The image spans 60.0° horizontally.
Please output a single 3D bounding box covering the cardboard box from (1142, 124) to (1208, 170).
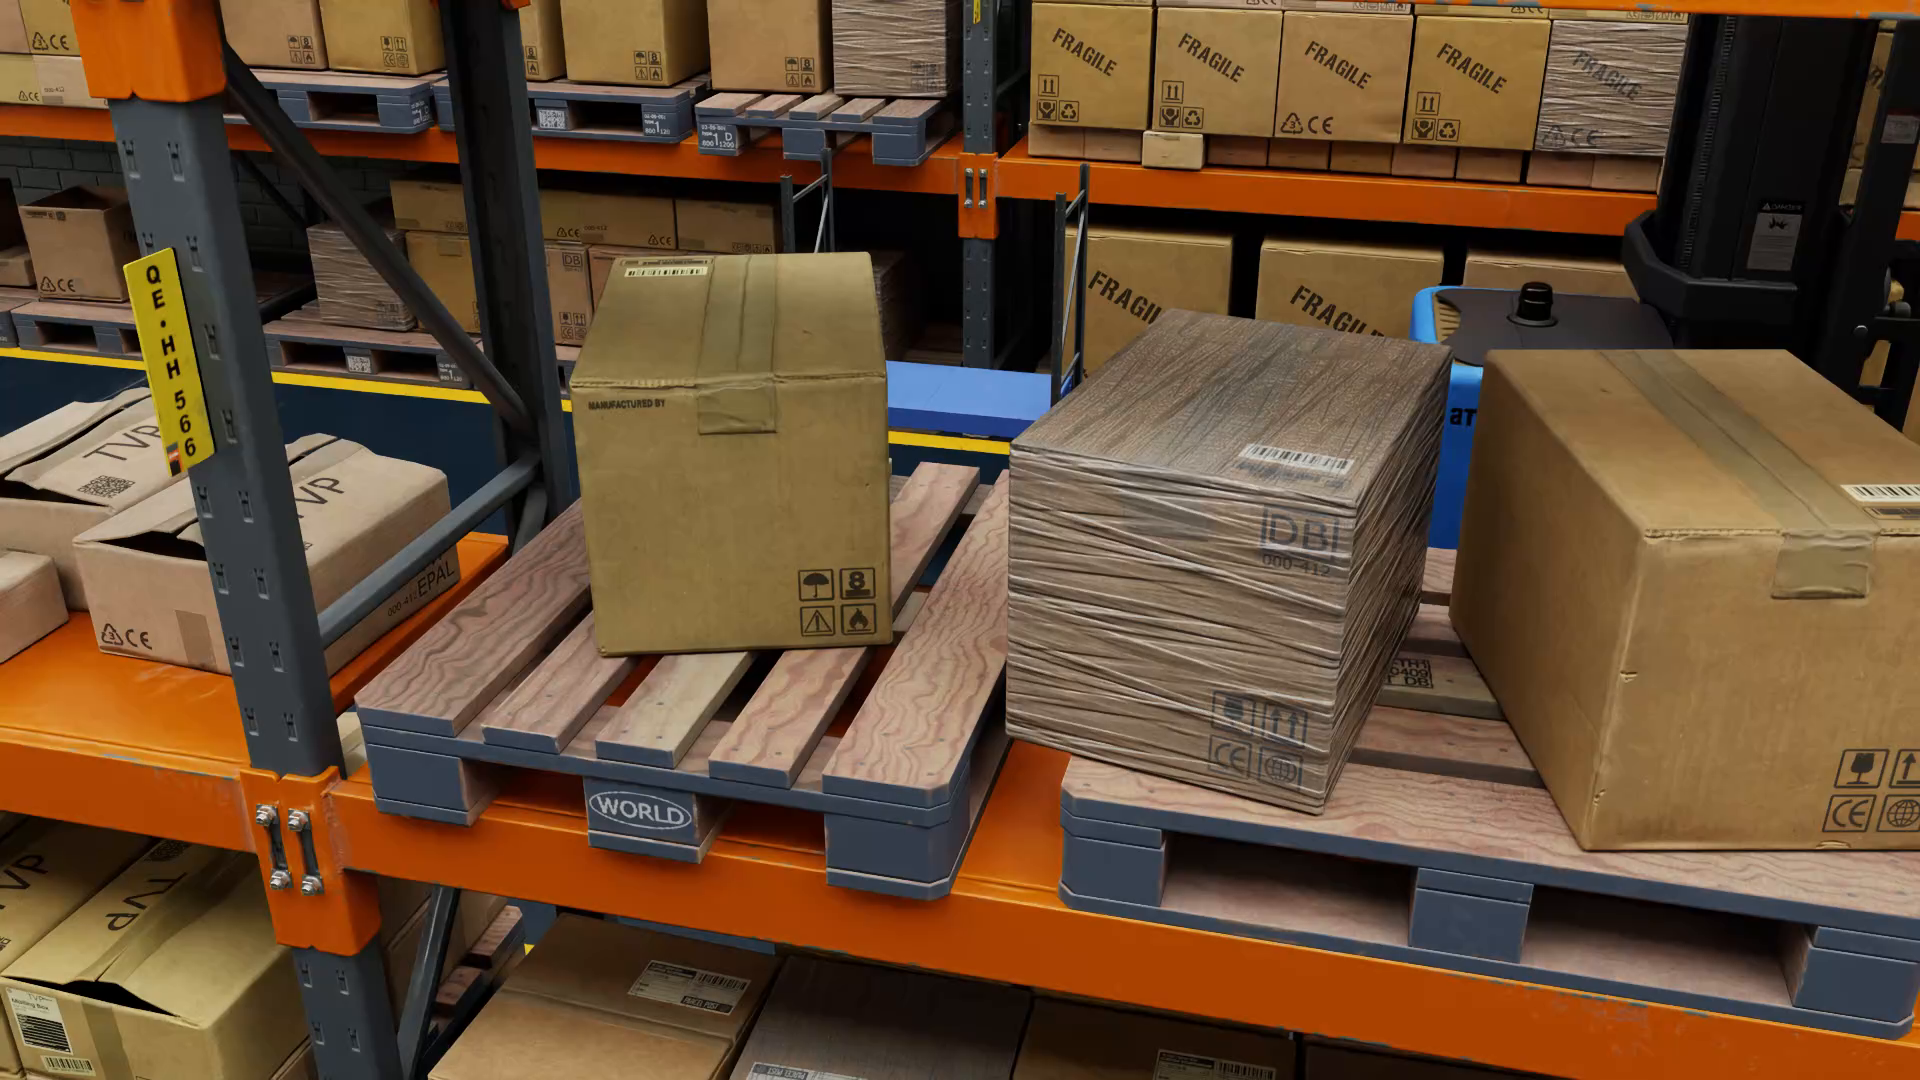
[{"bbox_3d":[0.937,-1.702,7.104,0.250,0.149,0.380,7,26,15],"label":"cardboard box"}]

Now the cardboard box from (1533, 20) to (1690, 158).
[{"bbox_3d":[2.581,-1.845,6.649,0.500,0.500,0.500,6,26,13],"label":"cardboard box"}]

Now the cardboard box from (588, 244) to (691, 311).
[{"bbox_3d":[-1.471,-1.302,8.392,0.500,0.500,0.700,6,26,13],"label":"cardboard box"}]

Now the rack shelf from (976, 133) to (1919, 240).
[{"bbox_3d":[2.134,-1.493,7.234,4.000,0.370,1.077,6,26,13],"label":"rack shelf"}]

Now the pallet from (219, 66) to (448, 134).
[{"bbox_3d":[-2.973,-2.231,8.170,1.213,0.211,1.003,6,26,13],"label":"pallet"}]

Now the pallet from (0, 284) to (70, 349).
[{"bbox_3d":[-5.521,-1.388,9.420,1.213,0.211,1.003,6,26,13],"label":"pallet"}]

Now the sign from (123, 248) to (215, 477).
[{"bbox_3d":[-1.168,-0.261,2.461,0.005,0.325,0.100,6,26,13],"label":"sign"}]

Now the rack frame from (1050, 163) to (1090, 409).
[{"bbox_3d":[0.410,-0.632,6.332,0.032,1.500,0.500,6,26,13],"label":"rack frame"}]

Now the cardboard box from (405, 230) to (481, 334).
[{"bbox_3d":[-2.447,-1.424,8.648,0.500,0.500,0.700,6,26,12],"label":"cardboard box"}]

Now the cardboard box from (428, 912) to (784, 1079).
[{"bbox_3d":[-0.663,1.128,3.287,0.500,0.500,0.500,7,26,15],"label":"cardboard box"}]

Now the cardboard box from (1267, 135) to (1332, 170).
[{"bbox_3d":[1.465,-1.702,7.104,0.250,0.149,0.380,7,26,14],"label":"cardboard box"}]

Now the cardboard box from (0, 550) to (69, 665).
[{"bbox_3d":[-1.973,0.163,3.211,0.250,0.149,0.380,6,26,13],"label":"cardboard box"}]

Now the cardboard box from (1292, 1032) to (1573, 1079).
[{"bbox_3d":[0.942,1.072,3.405,0.500,0.500,0.500,5,26,11],"label":"cardboard box"}]

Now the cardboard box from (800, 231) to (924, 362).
[{"bbox_3d":[-0.513,-1.158,8.088,0.500,0.500,0.700,7,26,14],"label":"cardboard box"}]

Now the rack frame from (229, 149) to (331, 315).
[{"bbox_3d":[-3.677,-2.460,8.428,0.127,3.000,1.000,6,26,13],"label":"rack frame"}]

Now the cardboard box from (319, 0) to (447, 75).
[{"bbox_3d":[-2.653,-2.573,8.036,0.500,0.500,0.700,9,27,18],"label":"cardboard box"}]

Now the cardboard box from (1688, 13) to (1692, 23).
[{"bbox_3d":[3.063,-2.133,6.383,0.500,0.250,0.500,7,26,14],"label":"cardboard box"}]

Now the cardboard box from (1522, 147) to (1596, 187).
[{"bbox_3d":[2.454,-1.572,6.832,0.250,0.149,0.380,6,26,12],"label":"cardboard box"}]

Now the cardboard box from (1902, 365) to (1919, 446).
[{"bbox_3d":[1.756,0.033,2.586,0.500,0.500,0.700,11,27,21],"label":"cardboard box"}]

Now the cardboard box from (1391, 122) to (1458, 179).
[{"bbox_3d":[1.947,-1.636,6.967,0.250,0.149,0.380,6,26,13],"label":"cardboard box"}]

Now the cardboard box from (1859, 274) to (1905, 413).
[{"bbox_3d":[3.410,-0.838,7.034,0.750,0.750,0.750,7,26,14],"label":"cardboard box"}]

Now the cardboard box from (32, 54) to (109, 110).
[{"bbox_3d":[-4.211,-2.326,8.298,0.500,0.250,0.500,6,26,13],"label":"cardboard box"}]

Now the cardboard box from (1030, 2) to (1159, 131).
[{"bbox_3d":[0.604,-2.062,7.106,0.500,0.500,0.500,7,26,15],"label":"cardboard box"}]

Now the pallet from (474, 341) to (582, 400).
[{"bbox_3d":[-1.737,-0.989,8.581,1.213,0.211,1.003,6,26,13],"label":"pallet"}]

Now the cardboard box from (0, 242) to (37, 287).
[{"bbox_3d":[-5.221,-1.551,9.324,0.250,0.149,0.380,4,26,9],"label":"cardboard box"}]

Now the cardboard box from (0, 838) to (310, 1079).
[{"bbox_3d":[-1.601,0.876,3.479,0.500,0.311,0.500,7,26,14],"label":"cardboard box"}]

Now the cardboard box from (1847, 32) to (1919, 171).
[{"bbox_3d":[3.562,-1.737,6.423,0.500,0.500,0.500,6,26,12],"label":"cardboard box"}]

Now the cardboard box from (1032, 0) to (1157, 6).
[{"bbox_3d":[0.601,-2.400,6.944,0.500,0.250,0.500,7,26,14],"label":"cardboard box"}]

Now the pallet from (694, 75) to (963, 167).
[{"bbox_3d":[-0.519,-1.977,7.637,1.003,0.211,1.213,6,26,13],"label":"pallet"}]

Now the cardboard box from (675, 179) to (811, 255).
[{"bbox_3d":[-1.049,-1.583,8.110,0.500,0.250,0.500,7,26,14],"label":"cardboard box"}]

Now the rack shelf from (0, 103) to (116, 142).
[{"bbox_3d":[-5.614,-2.350,9.033,4.000,0.370,1.077,6,26,13],"label":"rack shelf"}]

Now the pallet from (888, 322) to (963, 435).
[{"bbox_3d":[-0.559,-0.857,8.305,1.213,0.211,1.003,6,26,13],"label":"pallet"}]

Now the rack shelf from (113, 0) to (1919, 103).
[{"bbox_3d":[0.904,-0.785,2.256,4.000,0.370,1.077,6,26,13],"label":"rack shelf"}]

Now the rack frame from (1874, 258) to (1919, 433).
[{"bbox_3d":[4.071,-1.604,6.629,0.127,3.000,1.000,6,26,13],"label":"rack frame"}]

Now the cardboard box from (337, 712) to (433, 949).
[{"bbox_3d":[-1.467,0.651,3.951,0.500,0.311,0.500,7,26,15],"label":"cardboard box"}]

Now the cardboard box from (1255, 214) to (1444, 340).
[{"bbox_3d":[1.724,-1.021,7.418,0.750,0.750,0.750,6,26,13],"label":"cardboard box"}]

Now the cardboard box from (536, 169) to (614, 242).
[{"bbox_3d":[-2.027,-1.697,8.349,0.500,0.250,0.500,6,26,11],"label":"cardboard box"}]

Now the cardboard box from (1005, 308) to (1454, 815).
[{"bbox_3d":[0.444,-0.006,2.669,0.500,0.500,0.700,11,28,23],"label":"cardboard box"}]

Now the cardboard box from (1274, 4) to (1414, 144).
[{"bbox_3d":[1.589,-1.949,6.868,0.500,0.500,0.500,6,26,13],"label":"cardboard box"}]

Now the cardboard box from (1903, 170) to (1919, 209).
[{"bbox_3d":[3.673,-1.418,6.508,0.250,0.149,0.380,7,26,13],"label":"cardboard box"}]

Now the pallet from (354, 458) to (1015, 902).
[{"bbox_3d":[-0.359,0.161,3.146,1.003,0.211,1.213,6,26,13],"label":"pallet"}]

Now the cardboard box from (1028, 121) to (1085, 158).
[{"bbox_3d":[0.459,-1.796,7.302,0.250,0.149,0.380,6,26,12],"label":"cardboard box"}]

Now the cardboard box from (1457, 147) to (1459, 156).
[{"bbox_3d":[2.306,-1.786,7.281,0.250,0.149,0.380,6,26,12],"label":"cardboard box"}]

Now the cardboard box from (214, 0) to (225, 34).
[{"bbox_3d":[-4.080,-2.878,8.583,0.500,0.500,0.500,6,26,12],"label":"cardboard box"}]

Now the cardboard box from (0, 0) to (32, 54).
[{"bbox_3d":[-4.696,-2.713,8.238,0.500,0.500,0.500,6,26,13],"label":"cardboard box"}]

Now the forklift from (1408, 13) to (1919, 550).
[{"bbox_3d":[3.081,-0.985,5.409,3.031,2.935,1.130,6,26,11],"label":"forklift"}]

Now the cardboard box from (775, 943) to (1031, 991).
[{"bbox_3d":[-0.068,0.963,3.634,0.500,0.500,0.500,7,26,15],"label":"cardboard box"}]

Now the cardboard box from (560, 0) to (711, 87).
[{"bbox_3d":[-1.472,-2.446,7.770,0.500,0.500,0.700,6,26,13],"label":"cardboard box"}]

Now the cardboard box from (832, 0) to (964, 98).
[{"bbox_3d":[-0.260,-2.322,7.510,0.500,0.500,0.700,3,26,7],"label":"cardboard box"}]

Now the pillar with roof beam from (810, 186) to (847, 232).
[{"bbox_3d":[-1.918,-3.448,3.524,0.400,9.000,9.100,6,26,13],"label":"pillar with roof beam"}]

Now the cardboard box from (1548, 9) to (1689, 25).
[{"bbox_3d":[2.569,-2.188,6.498,0.500,0.250,0.500,7,26,14],"label":"cardboard box"}]

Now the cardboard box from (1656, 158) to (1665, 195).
[{"bbox_3d":[2.913,-1.485,6.649,0.250,0.149,0.380,6,26,13],"label":"cardboard box"}]

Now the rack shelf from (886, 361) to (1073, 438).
[{"bbox_3d":[-0.083,-0.524,6.524,1.000,0.185,0.538,6,26,13],"label":"rack shelf"}]

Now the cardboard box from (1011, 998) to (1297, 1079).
[{"bbox_3d":[0.330,1.238,3.057,0.500,0.500,0.500,6,26,12],"label":"cardboard box"}]

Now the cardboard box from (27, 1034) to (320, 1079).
[{"bbox_3d":[-1.603,1.128,3.602,0.500,0.250,0.500,7,26,14],"label":"cardboard box"}]

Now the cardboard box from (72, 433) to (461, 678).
[{"bbox_3d":[-1.374,0.014,3.335,0.500,0.311,0.500,8,27,16],"label":"cardboard box"}]

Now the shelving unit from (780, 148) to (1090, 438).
[{"bbox_3d":[-0.083,-0.686,6.447,1.048,1.500,0.538,6,26,13],"label":"shelving unit"}]
